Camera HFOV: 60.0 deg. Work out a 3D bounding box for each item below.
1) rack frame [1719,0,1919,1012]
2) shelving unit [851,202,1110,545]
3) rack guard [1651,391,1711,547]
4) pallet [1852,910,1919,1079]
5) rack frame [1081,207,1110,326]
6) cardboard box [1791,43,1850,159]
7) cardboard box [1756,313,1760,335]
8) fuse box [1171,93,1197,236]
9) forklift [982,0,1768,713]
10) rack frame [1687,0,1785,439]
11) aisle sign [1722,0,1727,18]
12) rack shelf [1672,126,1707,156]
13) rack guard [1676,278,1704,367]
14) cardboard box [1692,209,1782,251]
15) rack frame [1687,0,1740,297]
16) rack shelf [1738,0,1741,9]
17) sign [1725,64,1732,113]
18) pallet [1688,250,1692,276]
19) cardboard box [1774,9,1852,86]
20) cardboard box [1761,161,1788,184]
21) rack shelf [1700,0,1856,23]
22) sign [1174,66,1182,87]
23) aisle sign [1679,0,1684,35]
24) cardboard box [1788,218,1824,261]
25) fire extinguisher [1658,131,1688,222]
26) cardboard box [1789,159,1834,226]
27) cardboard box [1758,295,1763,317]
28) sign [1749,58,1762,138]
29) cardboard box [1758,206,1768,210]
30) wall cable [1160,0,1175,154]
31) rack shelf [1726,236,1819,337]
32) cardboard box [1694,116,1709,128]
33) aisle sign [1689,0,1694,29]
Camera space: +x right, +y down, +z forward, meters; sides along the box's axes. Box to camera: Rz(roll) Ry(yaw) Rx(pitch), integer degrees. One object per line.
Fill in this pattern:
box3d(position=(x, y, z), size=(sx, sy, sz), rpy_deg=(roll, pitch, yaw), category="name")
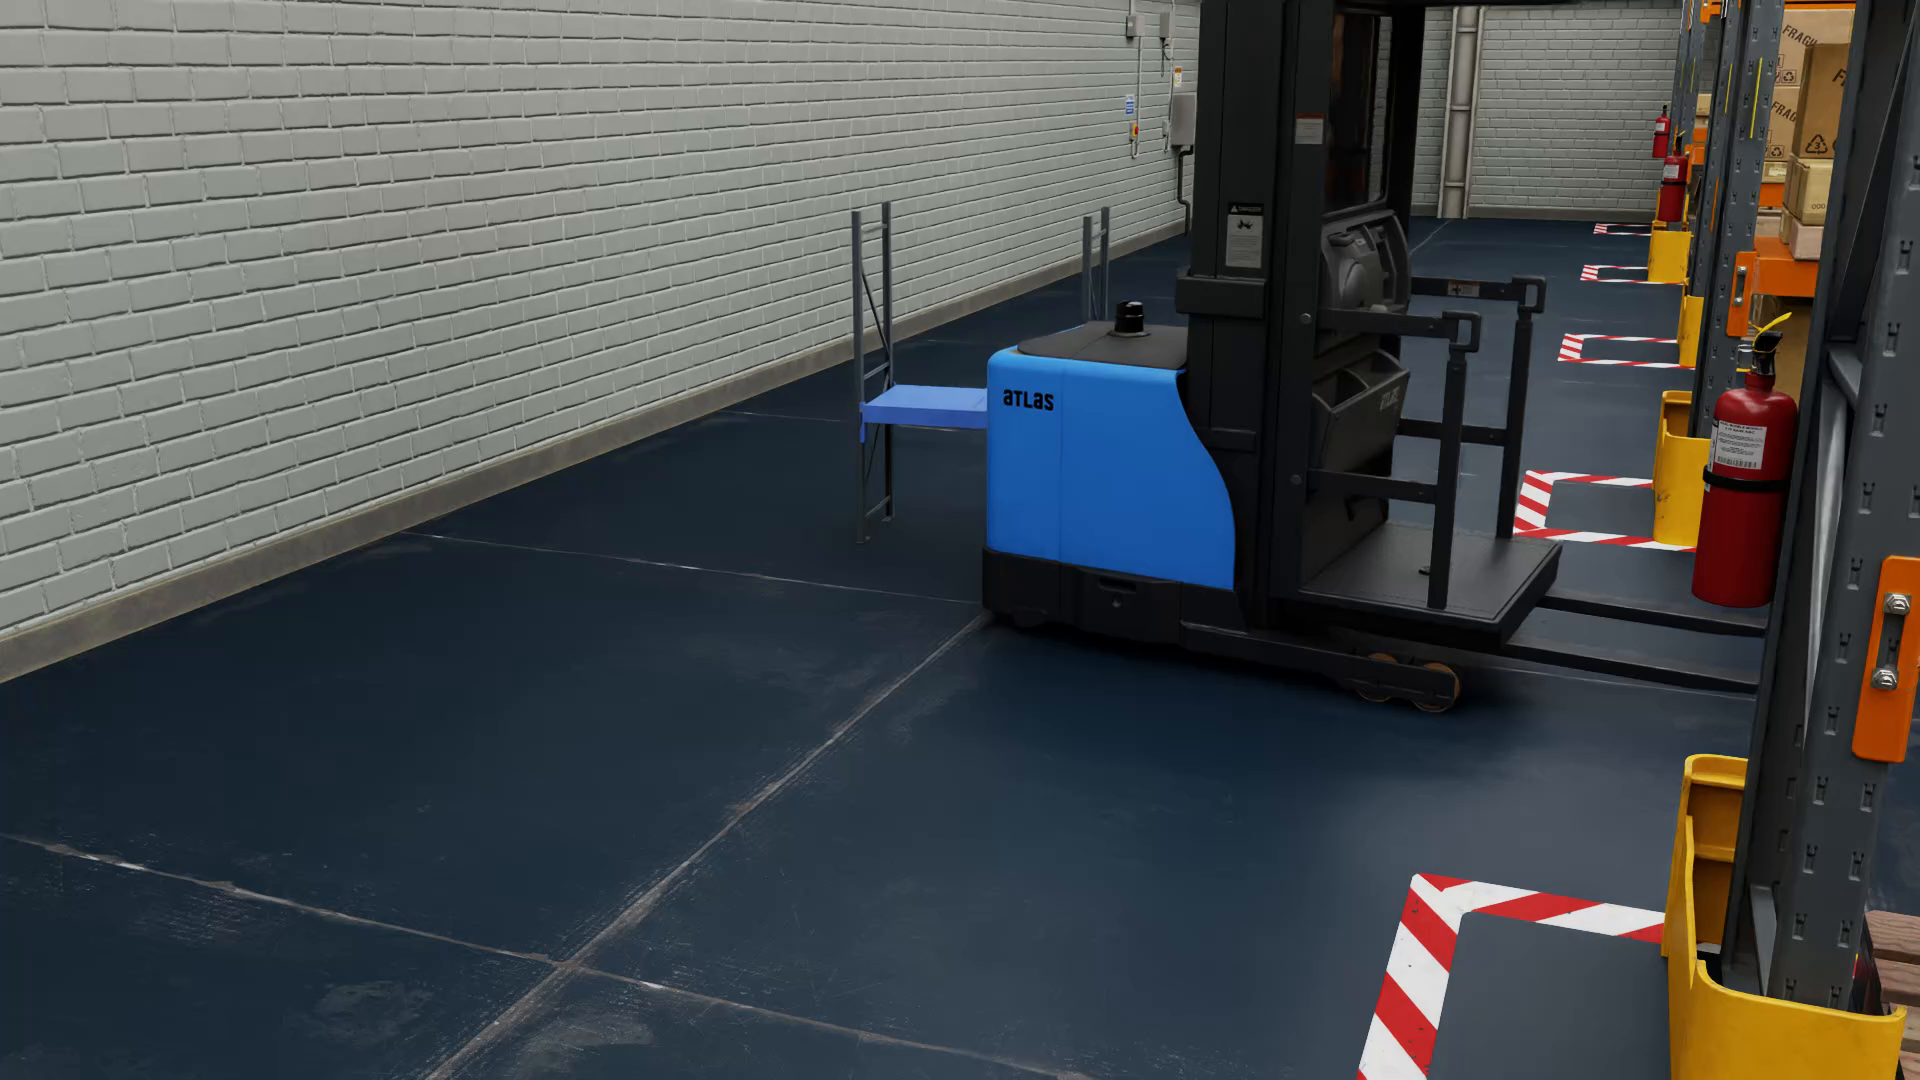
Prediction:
box3d(position=(1.757, -0.273, 3.234), size=(0.127, 3.000, 1.000), rpy_deg=(6, 17, 21), category="rack frame")
box3d(position=(0.099, -0.732, 7.506), size=(1.048, 1.500, 0.538), rpy_deg=(4, 17, 14), category="shelving unit")
box3d(position=(3.552, -0.360, 8.016), size=(0.348, 0.500, 1.175), rpy_deg=(6, 17, 21), category="rack guard")
box3d(position=(2.510, 1.160, 3.298), size=(1.213, 0.211, 1.003), rpy_deg=(6, 17, 21), category="pallet")
box3d(position=(0.592, -0.698, 7.386), size=(0.032, 1.500, 0.500), rpy_deg=(4, 17, 14), category="rack frame")
box3d(position=(4.124, -2.007, 7.597), size=(0.500, 0.500, 0.500), rpy_deg=(7, 17, 21), category="cardboard box")
box3d(position=(5.858, -1.530, 11.923), size=(0.250, 0.149, 0.380), rpy_deg=(7, 17, 22), category="cardboard box")
box3d(position=(2.863, -4.610, 20.483), size=(0.414, 1.711, 0.539), rpy_deg=(6, 17, 21), category="fuse box")
box3d(position=(1.622, -0.989, 5.822), size=(3.031, 2.935, 1.130), rpy_deg=(9, 19, 29), category="forklift")
box3d(position=(3.575, -1.558, 7.659), size=(0.127, 3.000, 1.000), rpy_deg=(6, 17, 21), category="rack frame")
box3d(position=(5.311, -4.012, 11.450), size=(0.004, 0.787, 0.394), rpy_deg=(6, 17, 21), category="aisle sign")
box3d(position=(10.889, -4.866, 20.344), size=(4.000, 0.370, 1.077), rpy_deg=(6, 17, 21), category="rack shelf")
box3d(position=(5.559, -1.626, 12.376), size=(0.348, 0.500, 1.175), rpy_deg=(6, 17, 21), category="rack guard")
box3d(position=(7.861, -3.058, 16.668), size=(0.875, 0.438, 0.875), rpy_deg=(6, 17, 19), category="cardboard box")
box3d(position=(5.489, -2.834, 12.055), size=(0.127, 3.000, 1.000), rpy_deg=(6, 17, 21), category="rack frame")
box3d(position=(7.349, -3.724, 11.032), size=(4.000, 0.370, 1.077), rpy_deg=(6, 17, 21), category="rack shelf")
box3d(position=(5.290, -3.109, 11.449), size=(0.005, 0.325, 0.100), rpy_deg=(6, 17, 21), category="sign")
box3d(position=(7.983, -2.727, 16.689), size=(1.213, 0.211, 1.003), rpy_deg=(6, 17, 21), category="pallet")
box3d(position=(5.809, -3.390, 11.464), size=(0.500, 0.500, 0.500), rpy_deg=(6, 17, 20), category="cardboard box")
box3d(position=(5.670, -2.595, 11.683), size=(0.250, 0.149, 0.380), rpy_deg=(6, 17, 20), category="cardboard box")
box3d(position=(9.071, -5.018, 15.490), size=(4.000, 0.370, 1.077), rpy_deg=(6, 17, 21), category="rack shelf")
box3d(position=(2.650, -5.632, 20.212), size=(0.001, 0.242, 0.339), rpy_deg=(6, 17, 21), category="sign")
box3d(position=(8.857, -6.595, 20.347), size=(0.004, 0.787, 0.394), rpy_deg=(6, 17, 21), category="aisle sign")
box3d(position=(3.784, -1.315, 7.274), size=(0.250, 0.149, 0.380), rpy_deg=(6, 17, 21), category="cardboard box")
box3d(position=(5.424, -2.763, 12.618), size=(0.183, 0.674, 0.296), rpy_deg=(6, 17, 21), category="fire extinguisher")
box3d(position=(3.922, -1.509, 7.228), size=(0.500, 0.250, 0.500), rpy_deg=(6, 17, 19), category="cardboard box")
box3d(position=(5.882, -1.689, 11.938), size=(0.250, 0.149, 0.380), rpy_deg=(7, 18, 23), category="cardboard box")
box3d(position=(3.365, -1.868, 7.034), size=(0.005, 0.325, 0.100), rpy_deg=(6, 17, 21), category="sign")
box3d(position=(9.944, -4.107, 20.802), size=(0.250, 0.149, 0.380), rpy_deg=(6, 17, 18), category="cardboard box")
box3d(position=(2.466, -5.556, 19.608), size=(0.122, 1.984, 0.588), rpy_deg=(6, 17, 21), category="wall cable")
box3d(position=(5.435, -1.008, 7.055), size=(4.000, 0.370, 1.077), rpy_deg=(6, 17, 21), category="rack shelf")
box3d(position=(9.234, -5.190, 20.622), size=(0.250, 0.149, 0.380), rpy_deg=(6, 17, 20), category="cardboard box")
box3d(position=(7.037, -5.308, 15.916), size=(0.004, 0.787, 0.394), rpy_deg=(6, 17, 21), category="aisle sign")
